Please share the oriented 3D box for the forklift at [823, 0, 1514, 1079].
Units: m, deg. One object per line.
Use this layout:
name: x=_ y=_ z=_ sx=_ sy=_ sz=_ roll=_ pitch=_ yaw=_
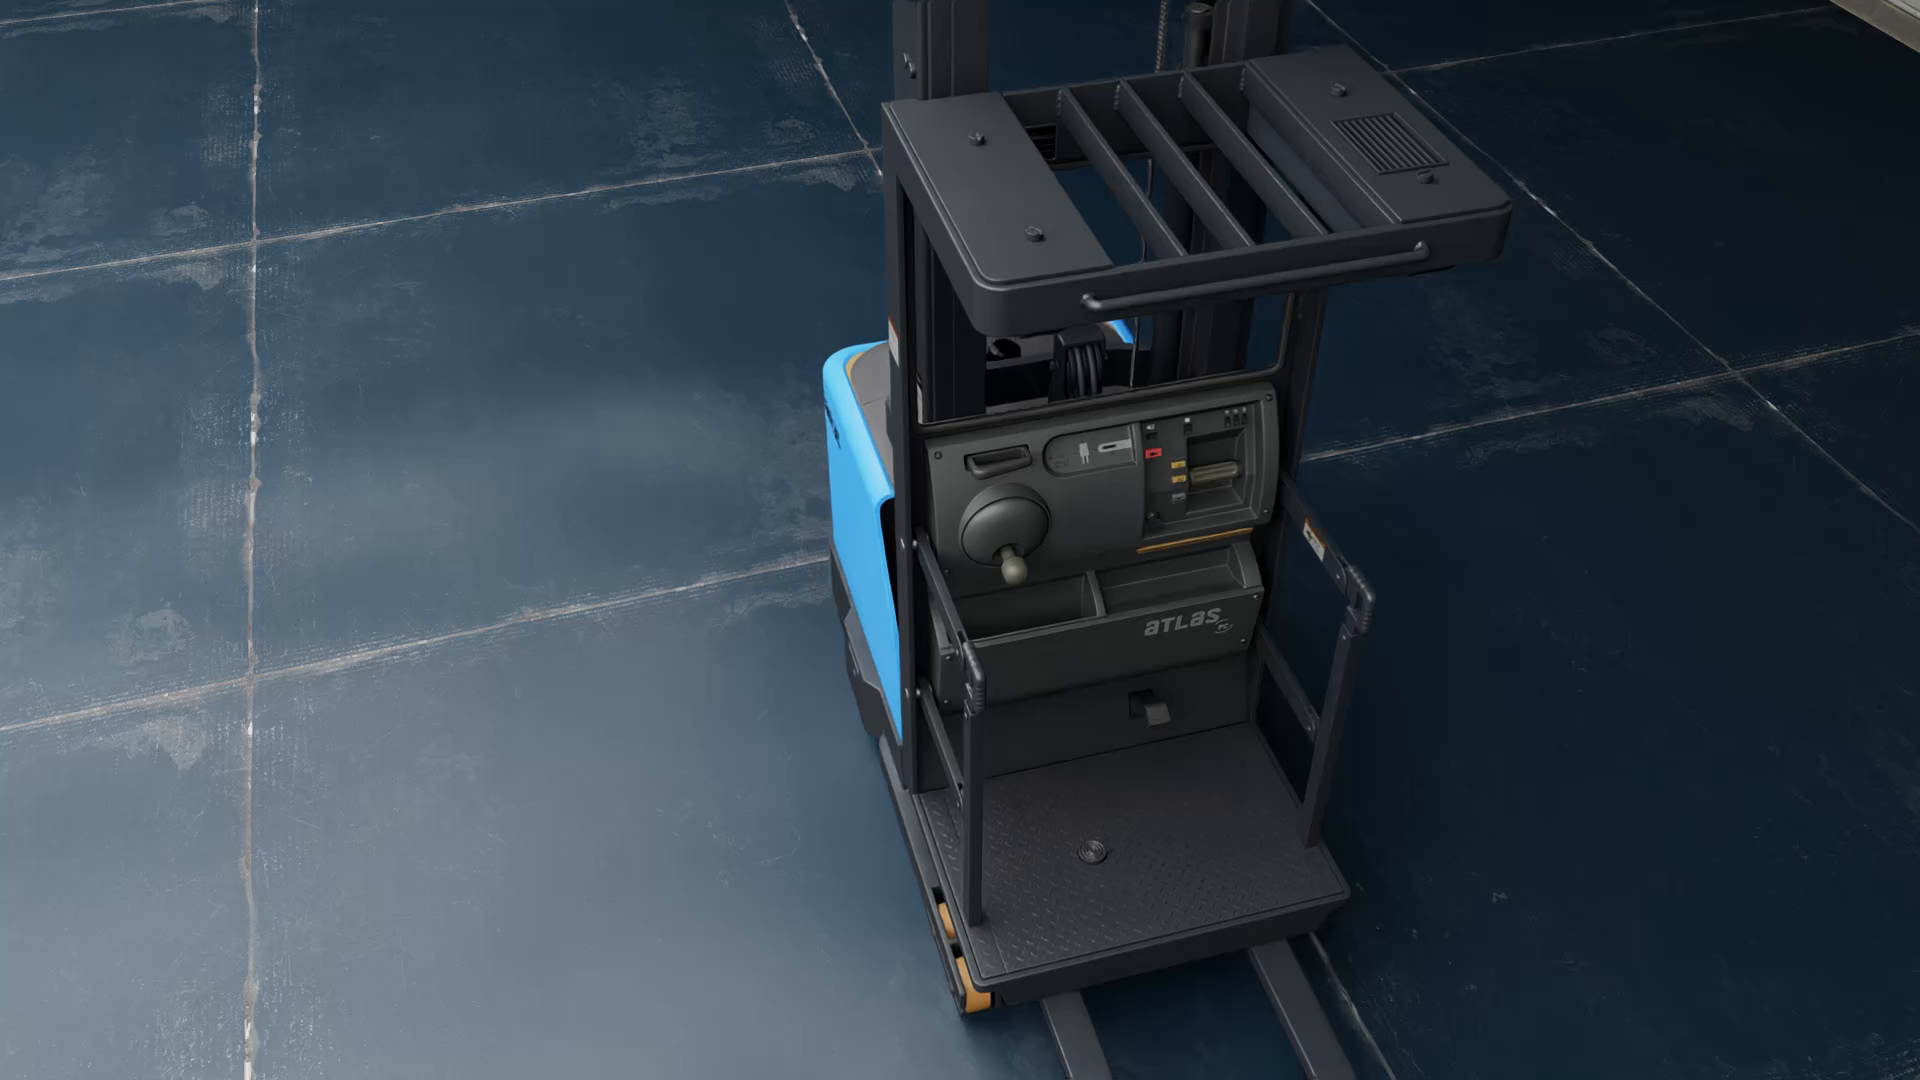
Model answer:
forklift: x=0.436 y=-0.059 z=4.090 sx=1.130 sy=2.935 sz=3.031 roll=-11 pitch=42 yaw=-12
